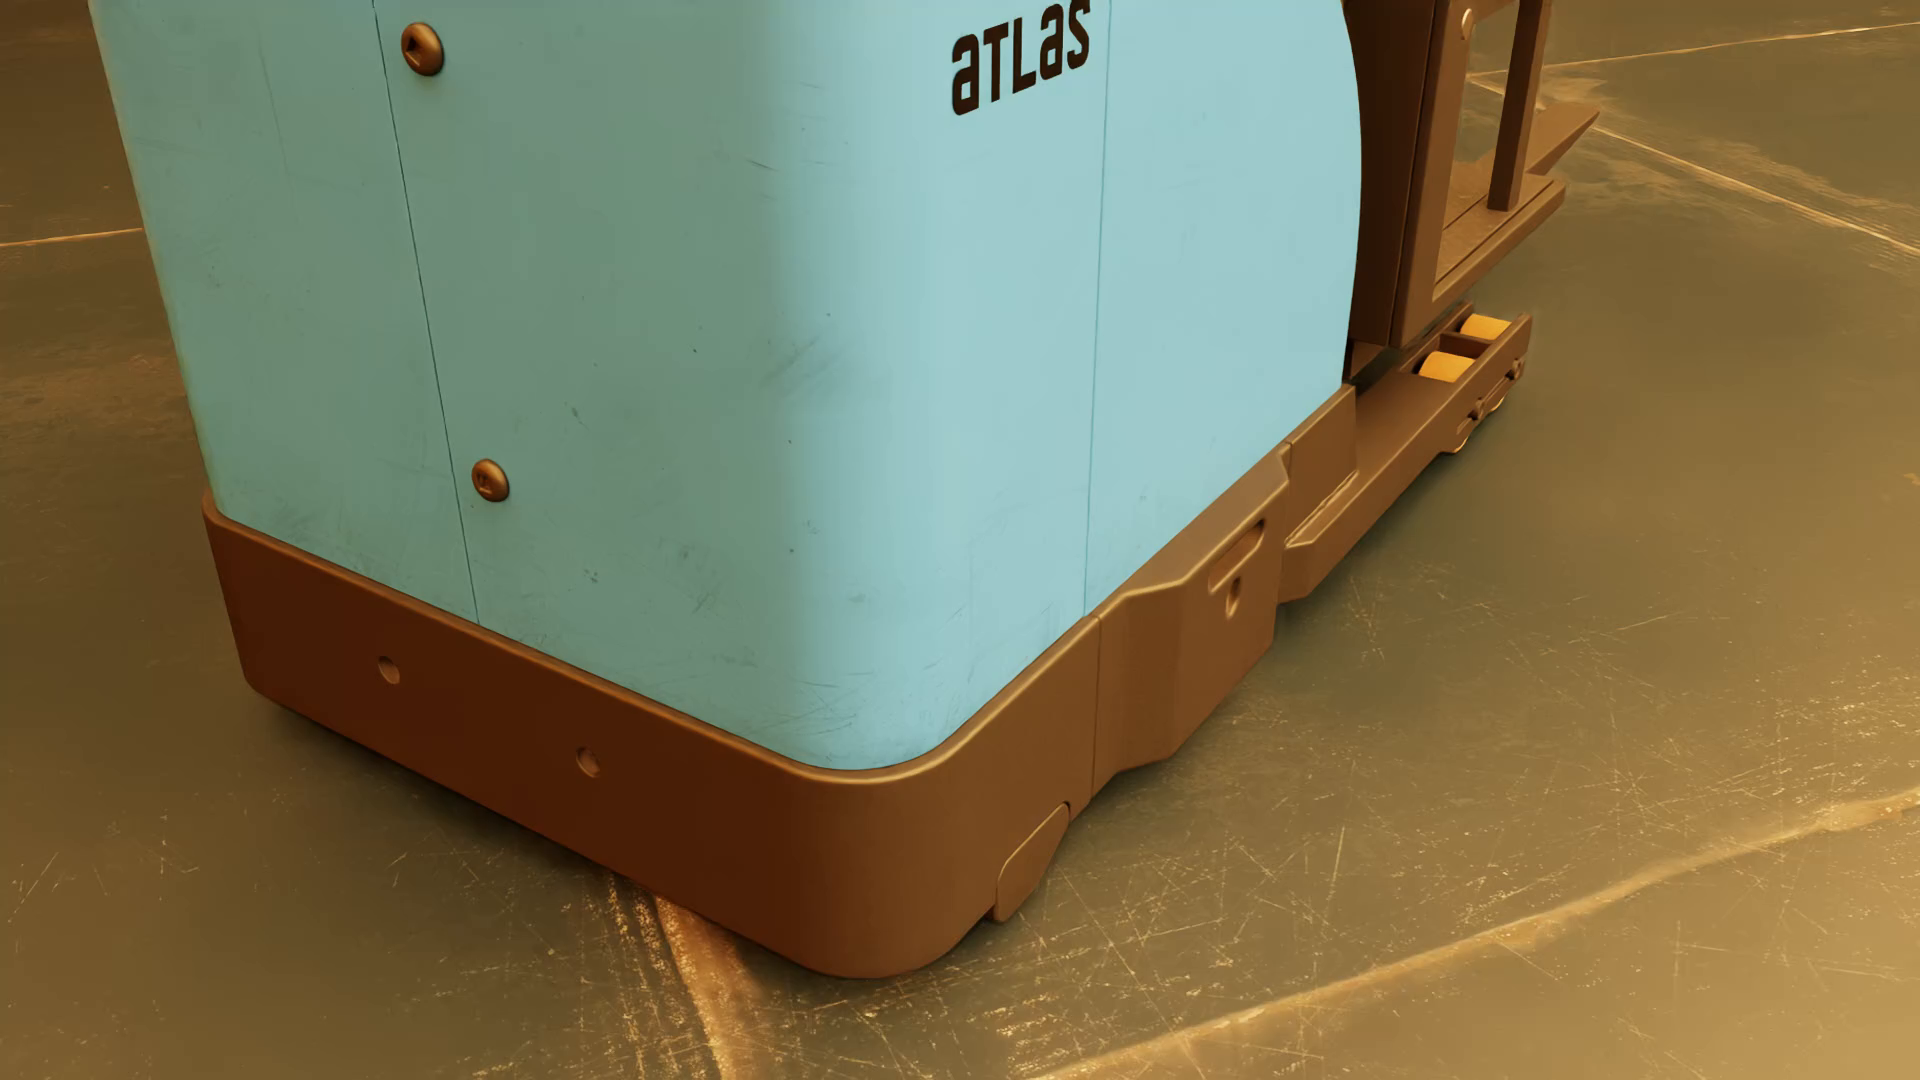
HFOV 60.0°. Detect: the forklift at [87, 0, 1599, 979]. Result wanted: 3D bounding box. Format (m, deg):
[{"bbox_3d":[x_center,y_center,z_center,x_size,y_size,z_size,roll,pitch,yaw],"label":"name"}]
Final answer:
[{"bbox_3d":[0.334,-1.534,2.231,1.130,2.935,3.031,18,34,29],"label":"forklift"}]
